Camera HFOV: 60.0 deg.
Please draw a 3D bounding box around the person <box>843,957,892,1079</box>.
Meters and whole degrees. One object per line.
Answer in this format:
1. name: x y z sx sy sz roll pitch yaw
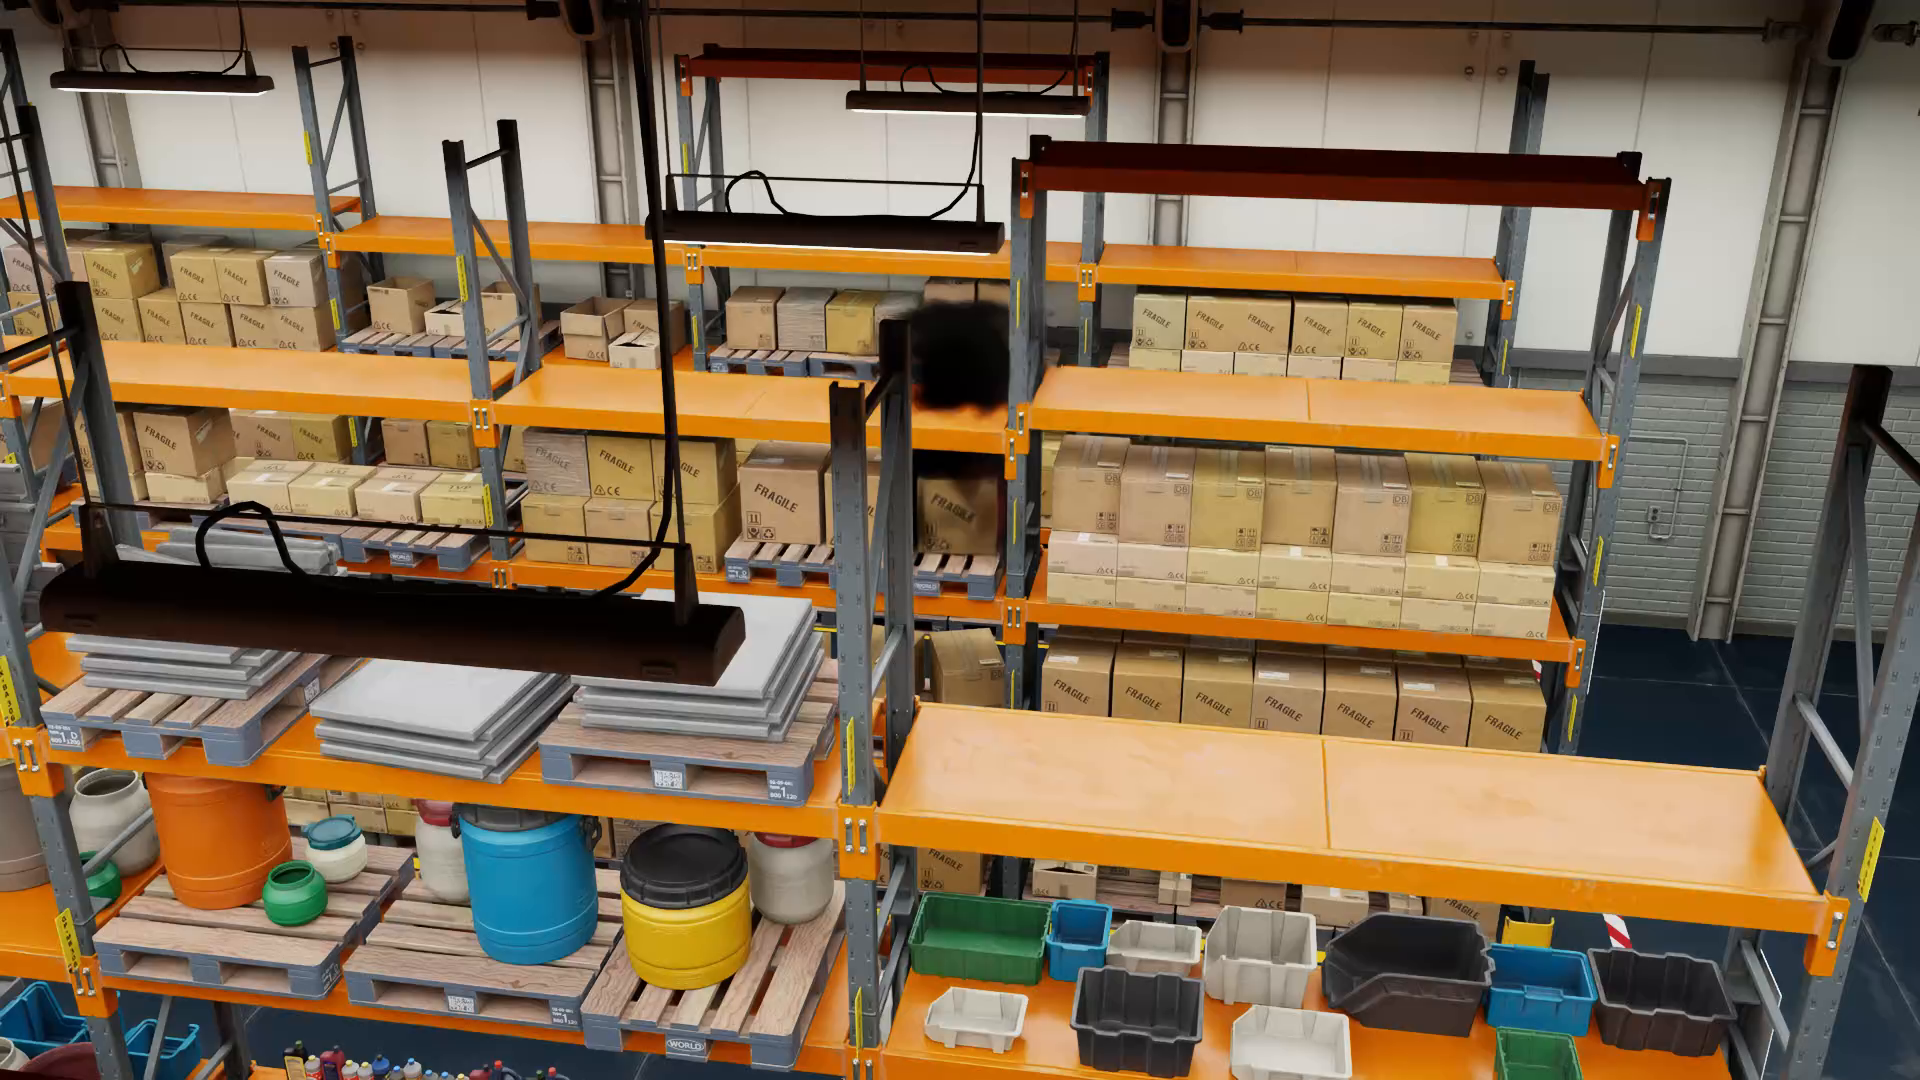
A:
1. person: -0.537 3.286 10.282 1.046 1.761 0.686 7 24 15
